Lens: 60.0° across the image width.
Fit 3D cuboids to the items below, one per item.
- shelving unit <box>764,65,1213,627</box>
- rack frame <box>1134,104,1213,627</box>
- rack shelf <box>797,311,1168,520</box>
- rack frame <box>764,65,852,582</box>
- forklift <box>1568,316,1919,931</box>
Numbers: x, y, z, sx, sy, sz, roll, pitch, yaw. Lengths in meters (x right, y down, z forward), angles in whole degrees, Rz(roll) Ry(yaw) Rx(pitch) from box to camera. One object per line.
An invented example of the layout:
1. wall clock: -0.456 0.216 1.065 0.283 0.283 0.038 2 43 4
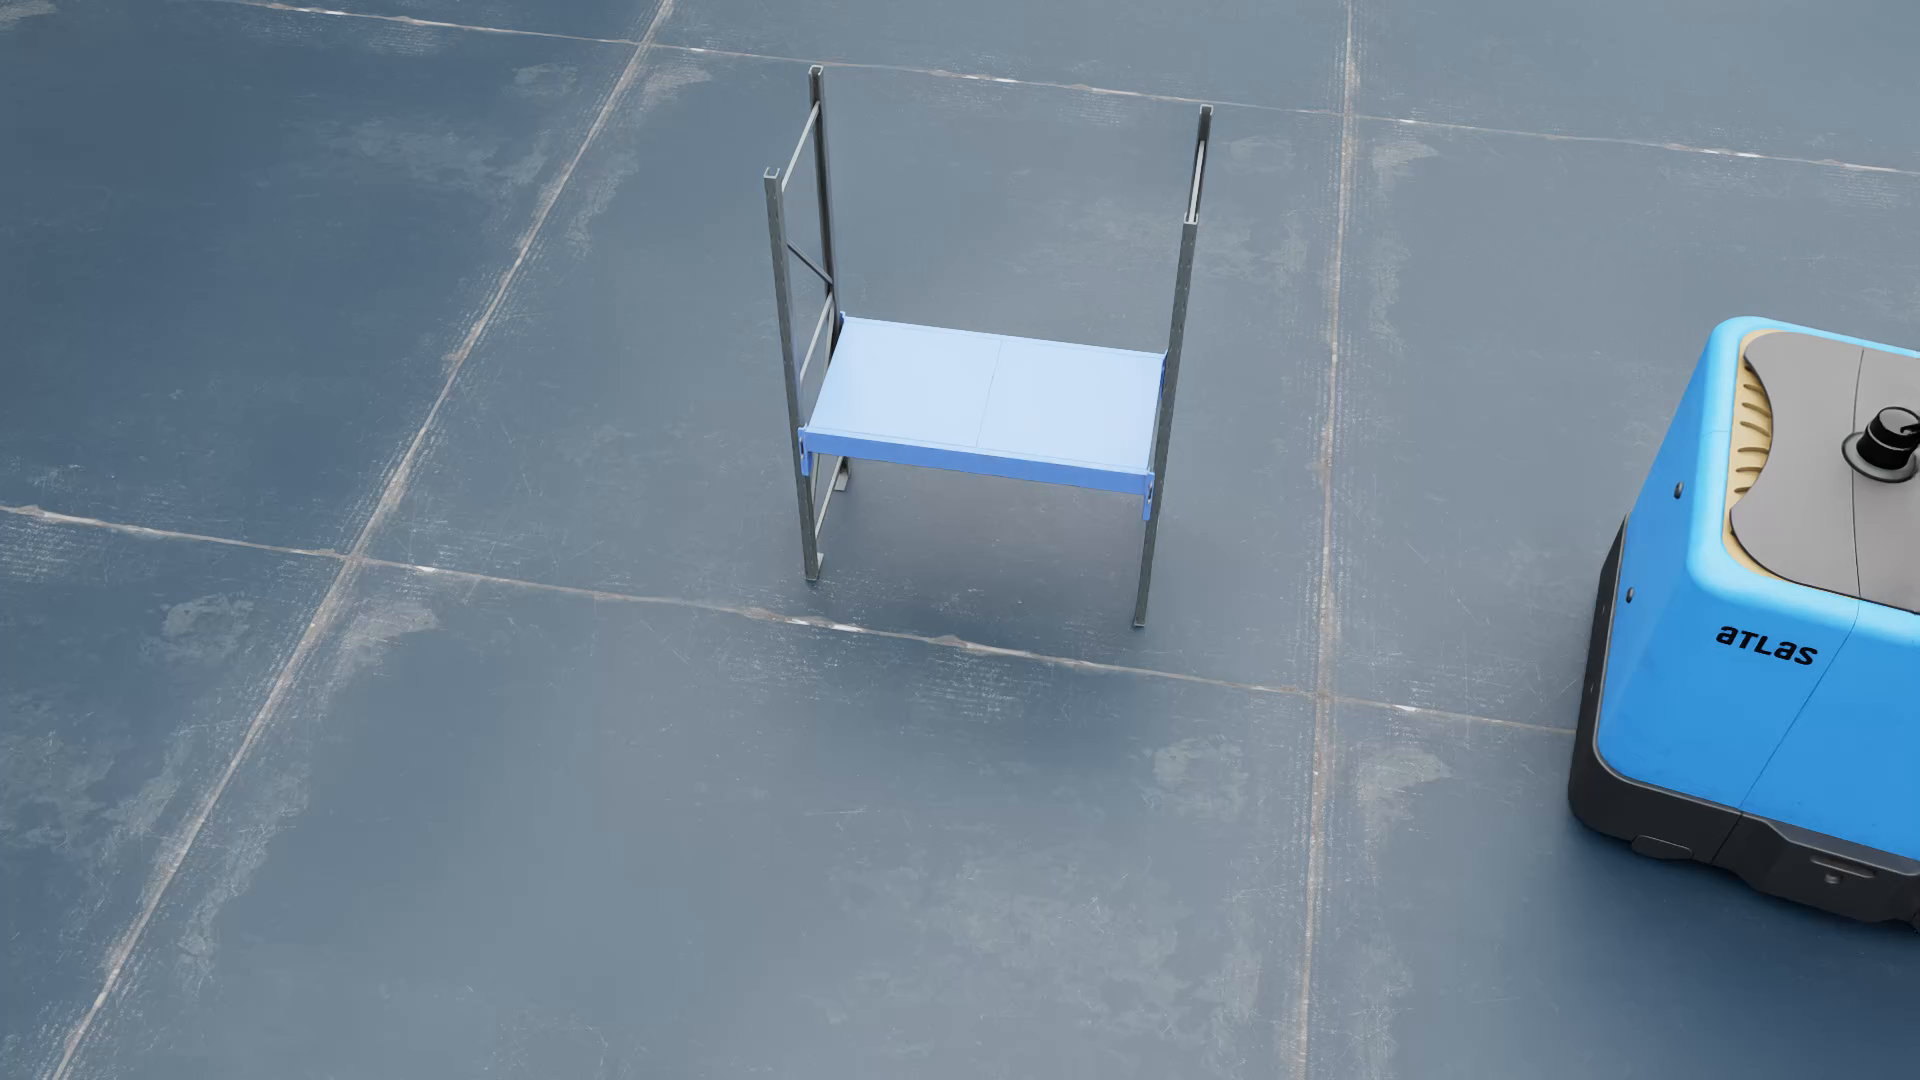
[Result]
1. shelving unit: 0.084 -0.490 4.682 1.048 1.500 0.538 8 49 7
2. rack frame: 0.584 -0.423 4.622 0.032 1.500 0.500 8 49 7
3. rack shelf: 0.084 -0.370 4.816 1.000 0.185 0.538 8 49 7
4. rack frame: -0.416 -0.557 4.742 0.032 1.500 0.500 8 49 7
5. forklift: 3.225 -0.146 3.411 3.031 2.935 1.130 16 50 14
